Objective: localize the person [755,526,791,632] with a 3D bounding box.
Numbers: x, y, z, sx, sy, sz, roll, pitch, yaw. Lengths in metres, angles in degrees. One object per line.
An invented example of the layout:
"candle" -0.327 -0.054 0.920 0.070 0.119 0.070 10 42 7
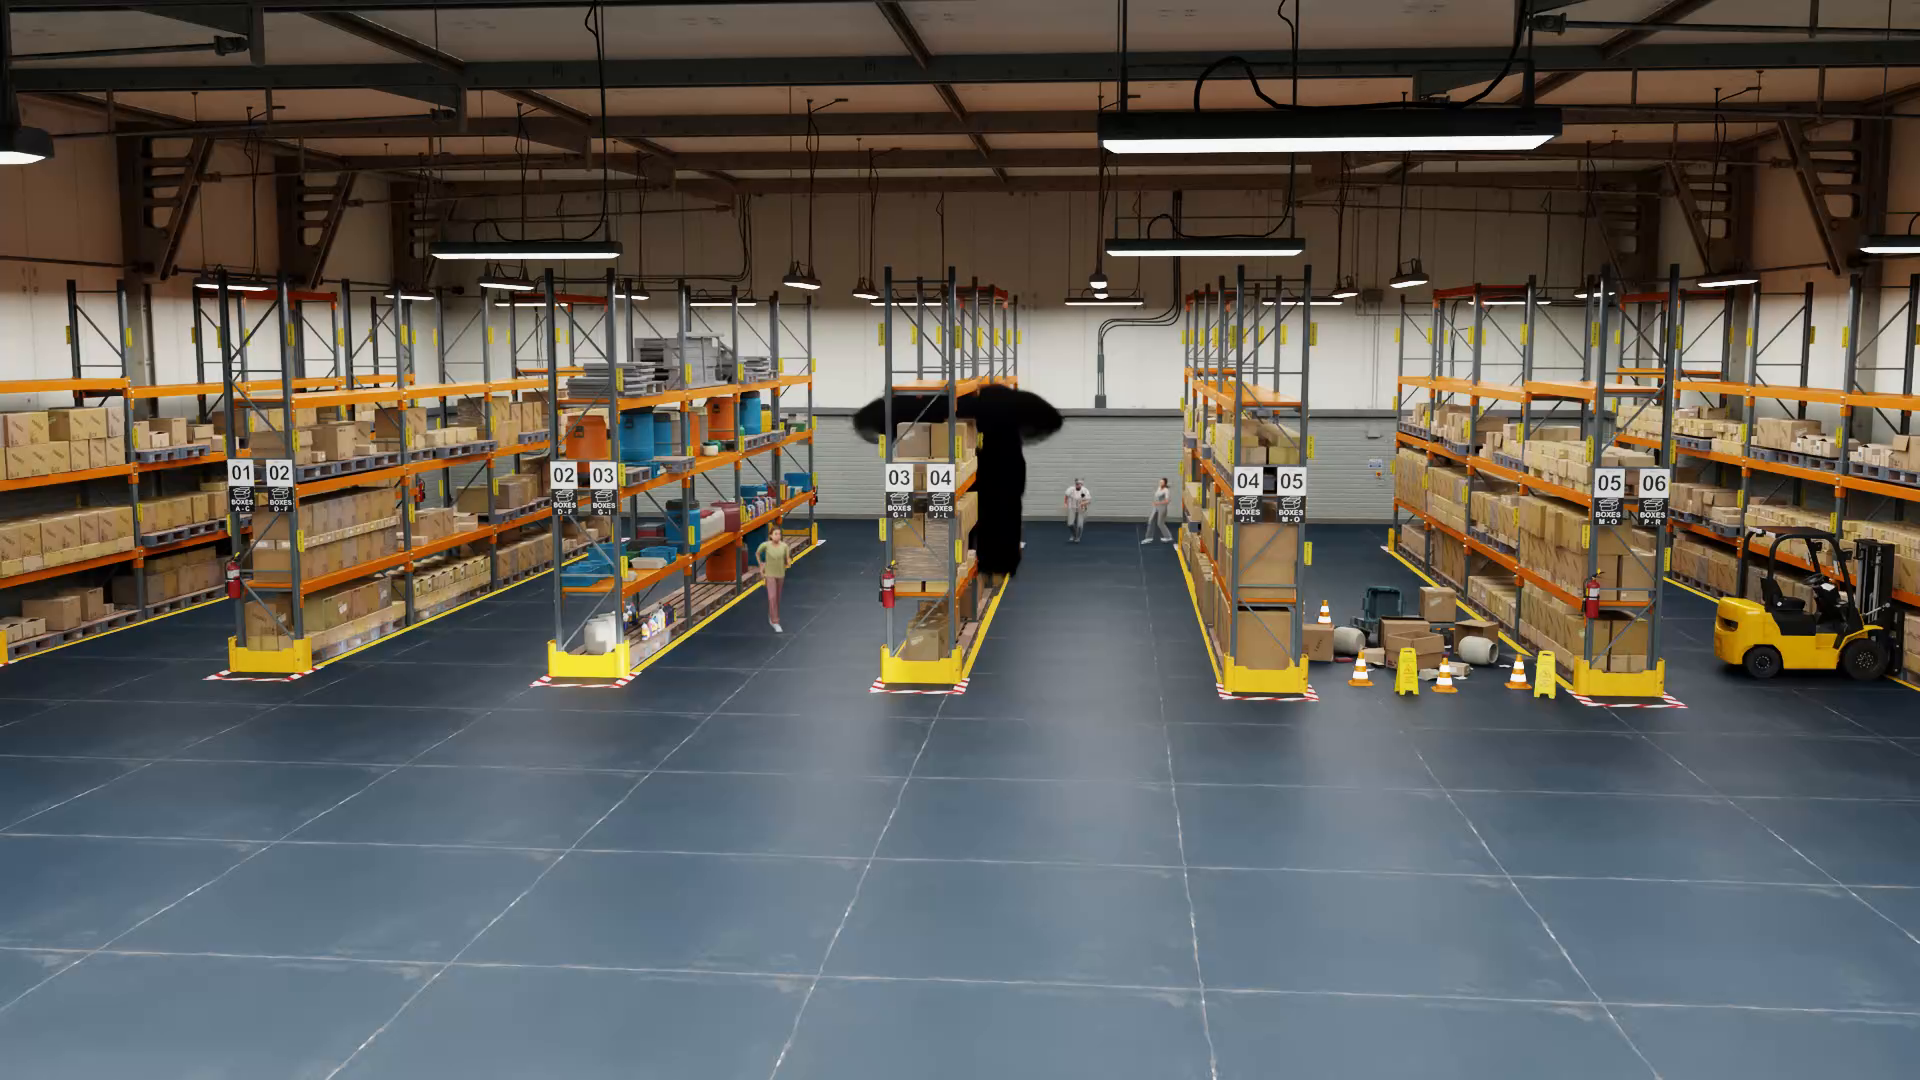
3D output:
"person" -3.013 0.604 27.000 0.545 1.680 0.897 -3 8 -24

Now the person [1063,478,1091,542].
"person" 2.864 -0.729 40.683 0.691 1.625 0.883 1 7 6

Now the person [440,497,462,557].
"person" -11.209 -0.207 36.509 0.555 1.604 0.800 1 7 8

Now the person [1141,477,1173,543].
"person" 4.880 -0.717 40.519 0.715 1.659 0.694 -3 8 -24
